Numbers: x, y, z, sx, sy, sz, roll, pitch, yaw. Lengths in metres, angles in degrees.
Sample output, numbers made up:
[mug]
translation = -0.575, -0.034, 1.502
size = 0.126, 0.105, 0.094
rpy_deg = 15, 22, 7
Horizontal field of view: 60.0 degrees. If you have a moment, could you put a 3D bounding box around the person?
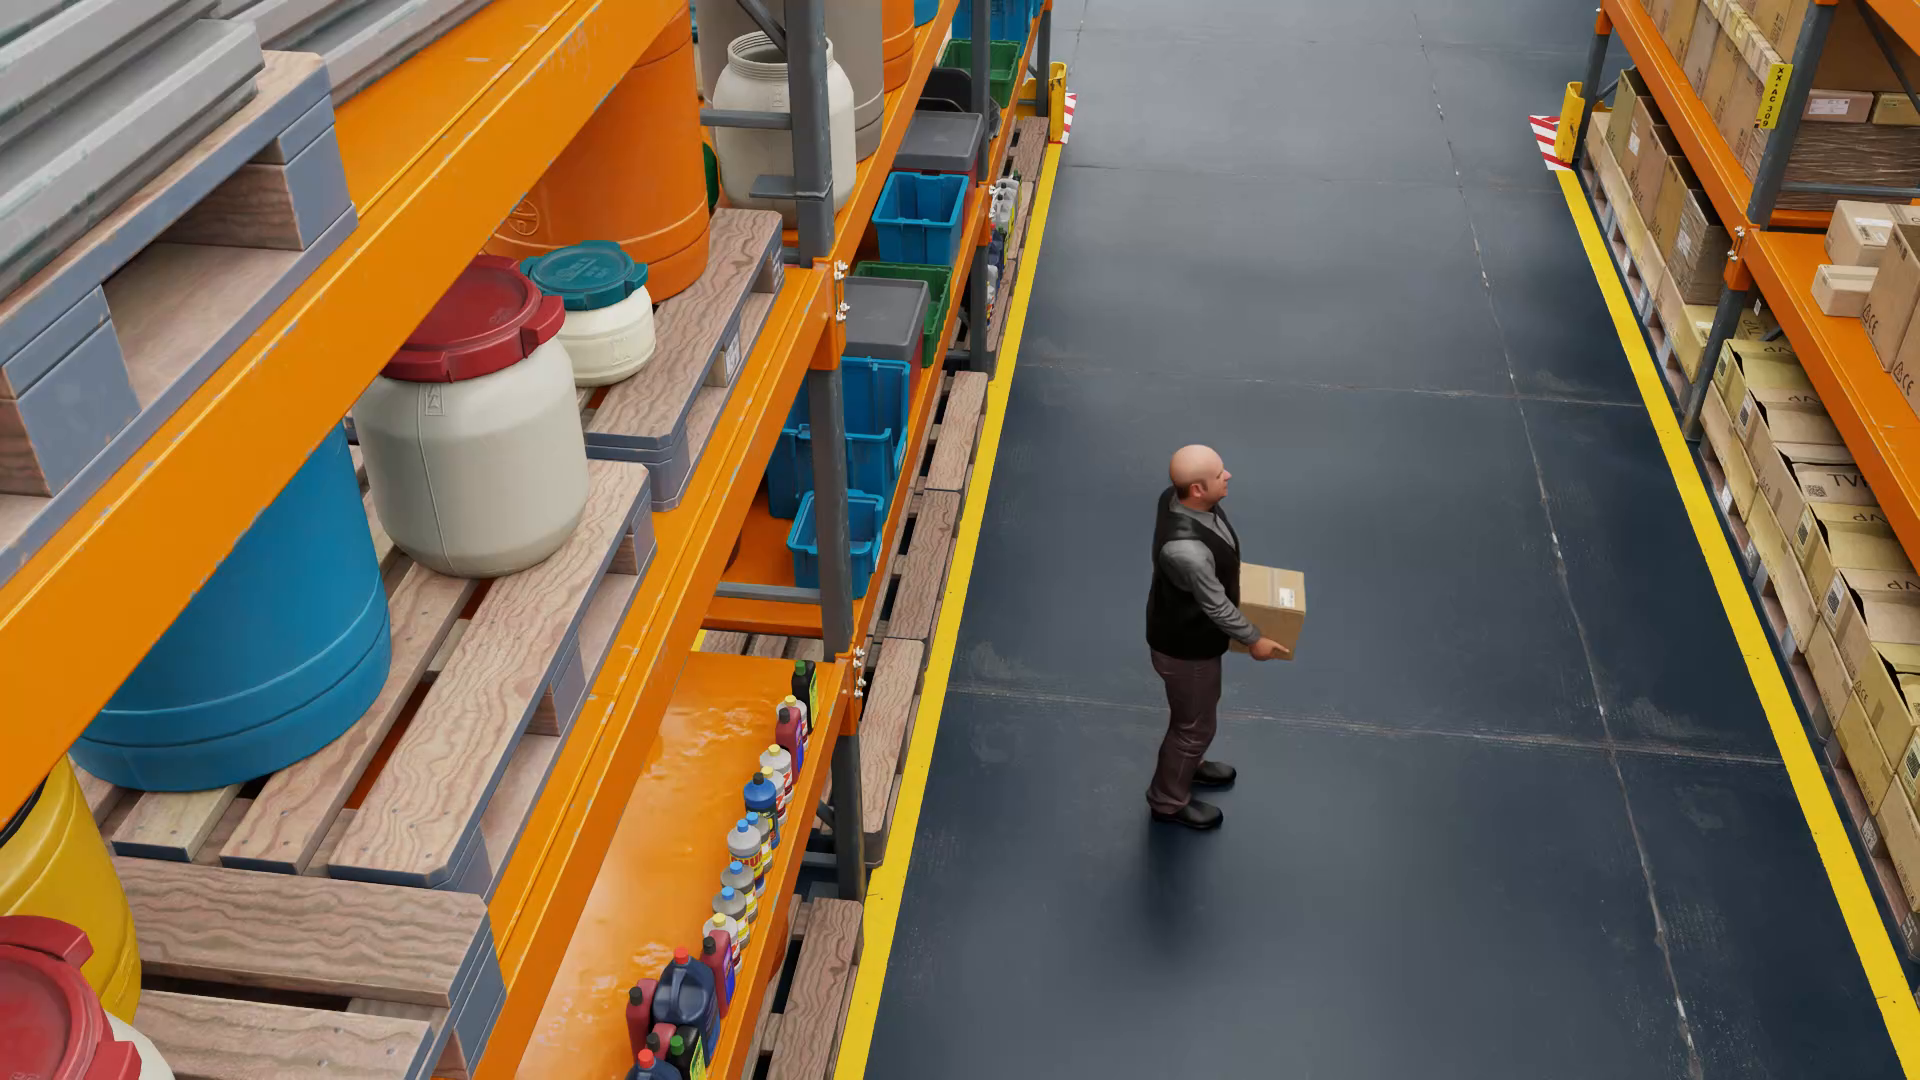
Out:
[person]
translation = 1.004, 0.376, 6.555
size = 0.552, 1.720, 0.502
rpy_deg = 4, 36, 6
